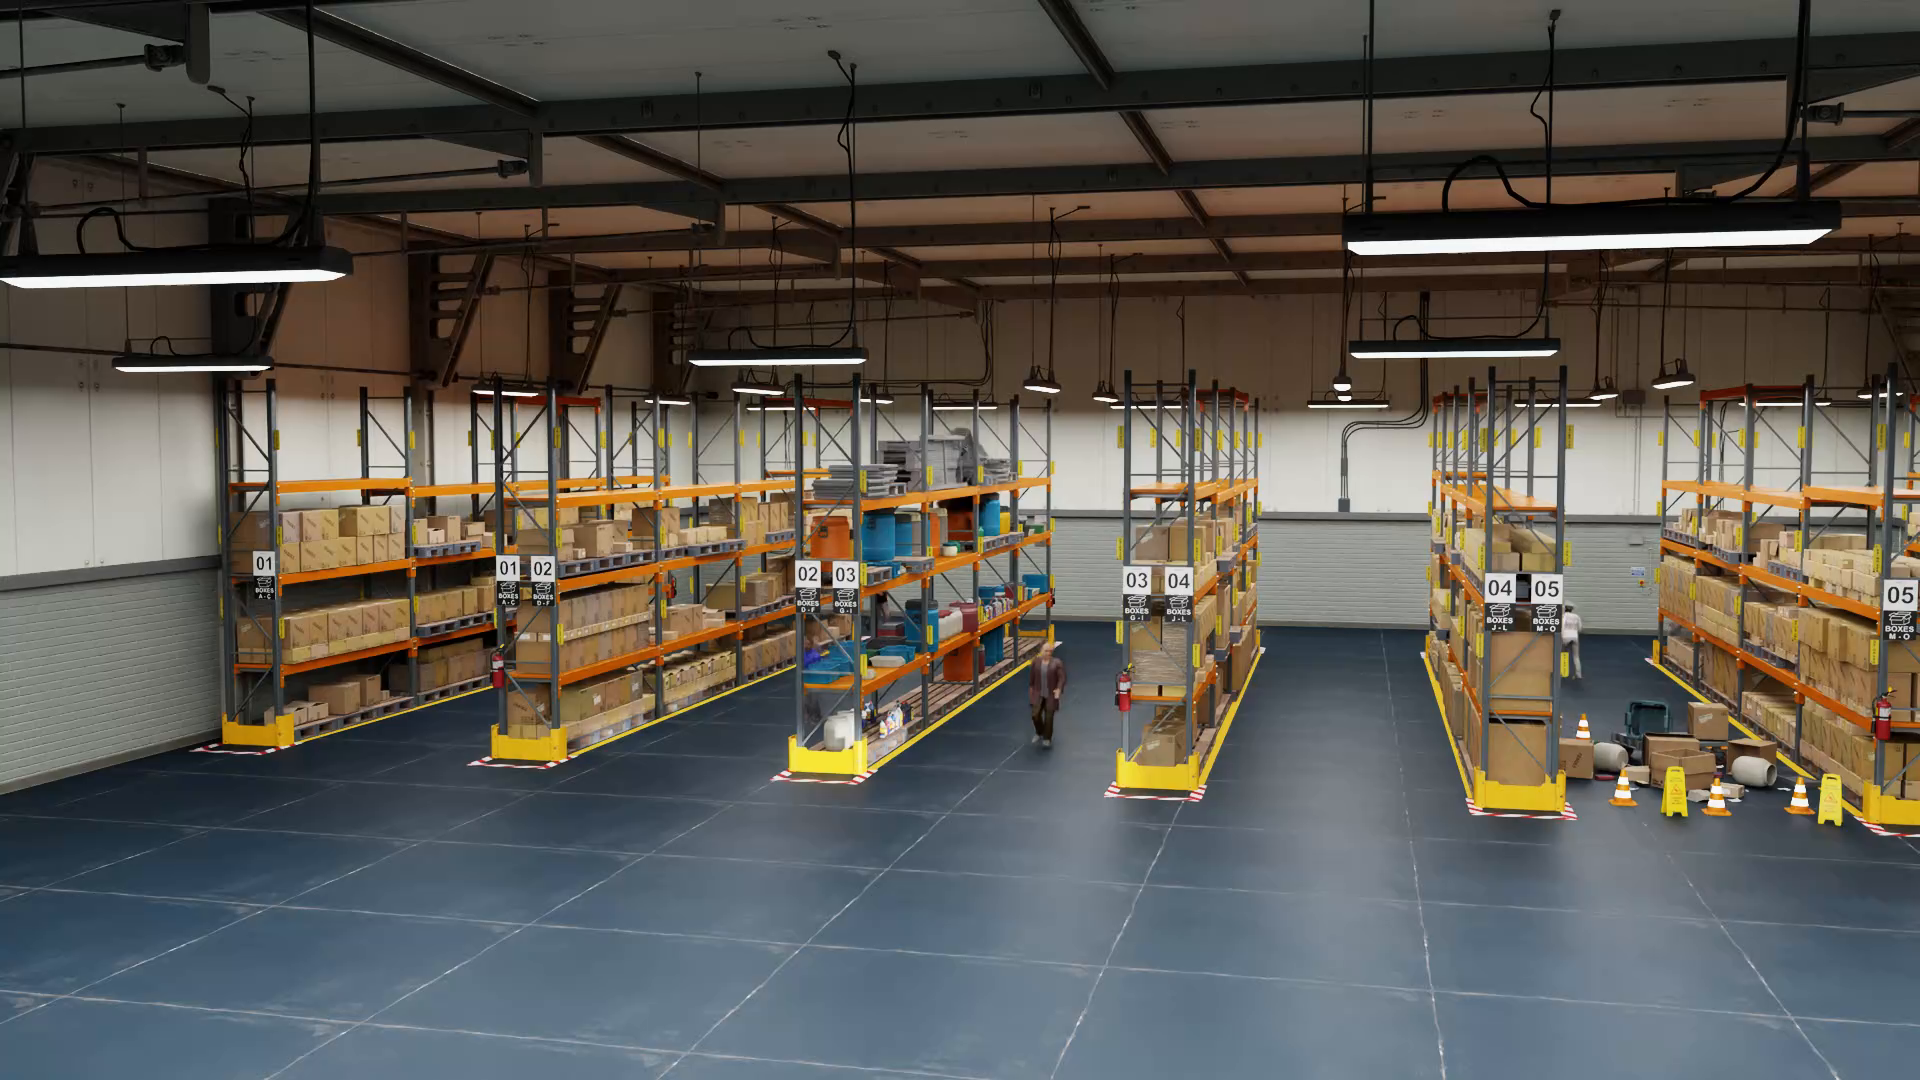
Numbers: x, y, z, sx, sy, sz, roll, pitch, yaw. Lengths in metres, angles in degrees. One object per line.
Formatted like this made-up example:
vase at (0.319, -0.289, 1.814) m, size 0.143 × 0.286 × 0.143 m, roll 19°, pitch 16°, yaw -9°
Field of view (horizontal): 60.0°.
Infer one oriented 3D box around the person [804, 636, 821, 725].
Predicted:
person at (-2.588, 2.456, 29.043) m, size 0.583 × 1.593 × 0.652 m, roll 2°, pitch 4°, yaw 35°

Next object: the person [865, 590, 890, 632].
person at (-2.096, 1.606, 42.754) m, size 0.656 × 1.705 × 0.904 m, roll -2°, pitch 4°, yaw -34°

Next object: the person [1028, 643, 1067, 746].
person at (1.393, 2.512, 26.872) m, size 0.704 × 1.724 × 0.824 m, roll 1°, pitch 4°, yaw 12°

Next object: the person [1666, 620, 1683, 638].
person at (16.569, 1.945, 38.369) m, size 0.512 × 1.511 × 0.575 m, roll 2°, pitch 4°, yaw 26°

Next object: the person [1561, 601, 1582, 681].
person at (12.638, 2.112, 34.444) m, size 0.598 × 1.659 × 0.942 m, roll 0°, pitch 3°, yaw 1°
